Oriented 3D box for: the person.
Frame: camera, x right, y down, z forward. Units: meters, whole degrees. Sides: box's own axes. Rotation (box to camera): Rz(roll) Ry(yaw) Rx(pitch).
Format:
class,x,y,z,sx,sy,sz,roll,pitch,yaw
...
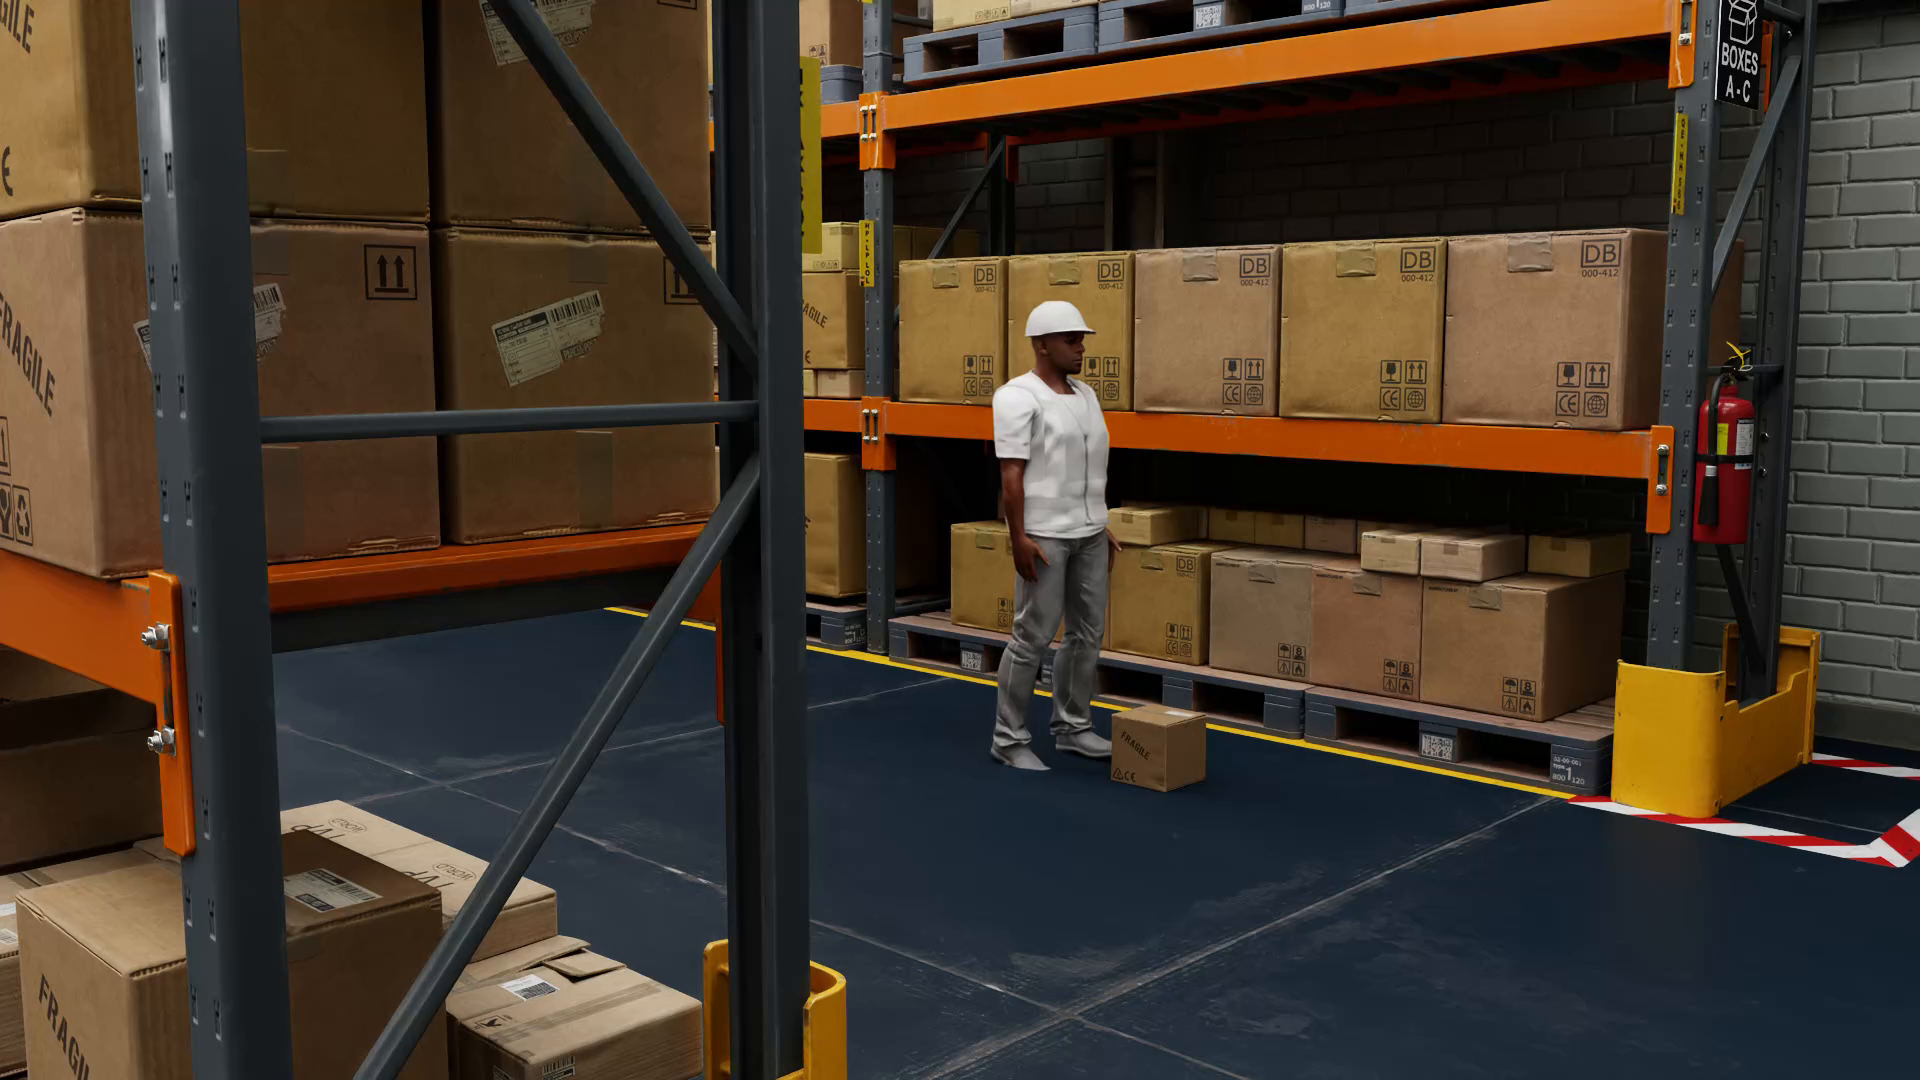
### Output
class,x,y,z,sx,sy,sz,roll,pitch,yaw
person,0.397,-0.003,6.380,0.409,1.809,0.566,7,10,43
